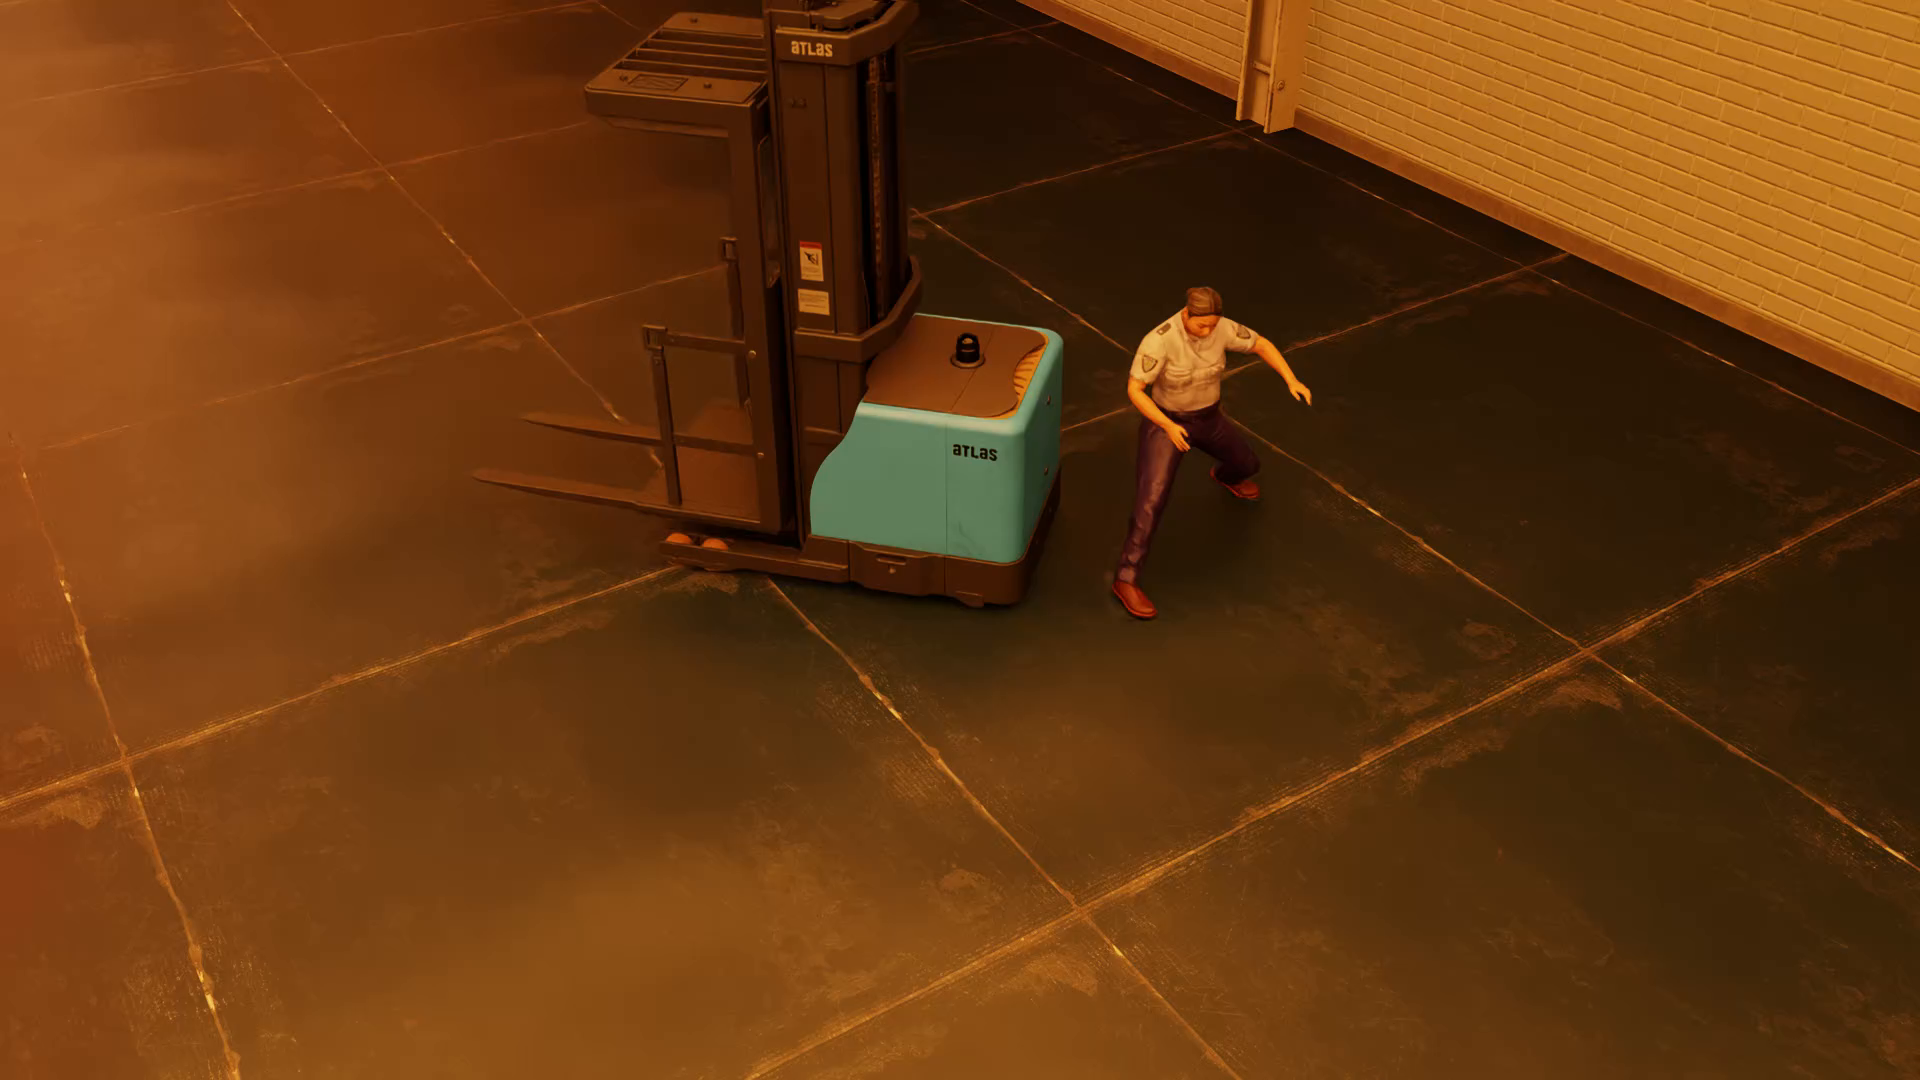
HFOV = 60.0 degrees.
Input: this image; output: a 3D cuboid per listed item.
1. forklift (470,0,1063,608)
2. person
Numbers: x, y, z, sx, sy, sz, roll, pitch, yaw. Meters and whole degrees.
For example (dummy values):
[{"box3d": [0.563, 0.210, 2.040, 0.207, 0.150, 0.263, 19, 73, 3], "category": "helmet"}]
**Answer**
[{"box3d": [-1.043, -1.322, 8.029, 3.031, 2.935, 1.130, 8, 36, 12], "category": "forklift"}, {"box3d": [1.213, -0.558, 8.241, 1.195, 1.470, 0.912, -15, 38, -21], "category": "person"}]
